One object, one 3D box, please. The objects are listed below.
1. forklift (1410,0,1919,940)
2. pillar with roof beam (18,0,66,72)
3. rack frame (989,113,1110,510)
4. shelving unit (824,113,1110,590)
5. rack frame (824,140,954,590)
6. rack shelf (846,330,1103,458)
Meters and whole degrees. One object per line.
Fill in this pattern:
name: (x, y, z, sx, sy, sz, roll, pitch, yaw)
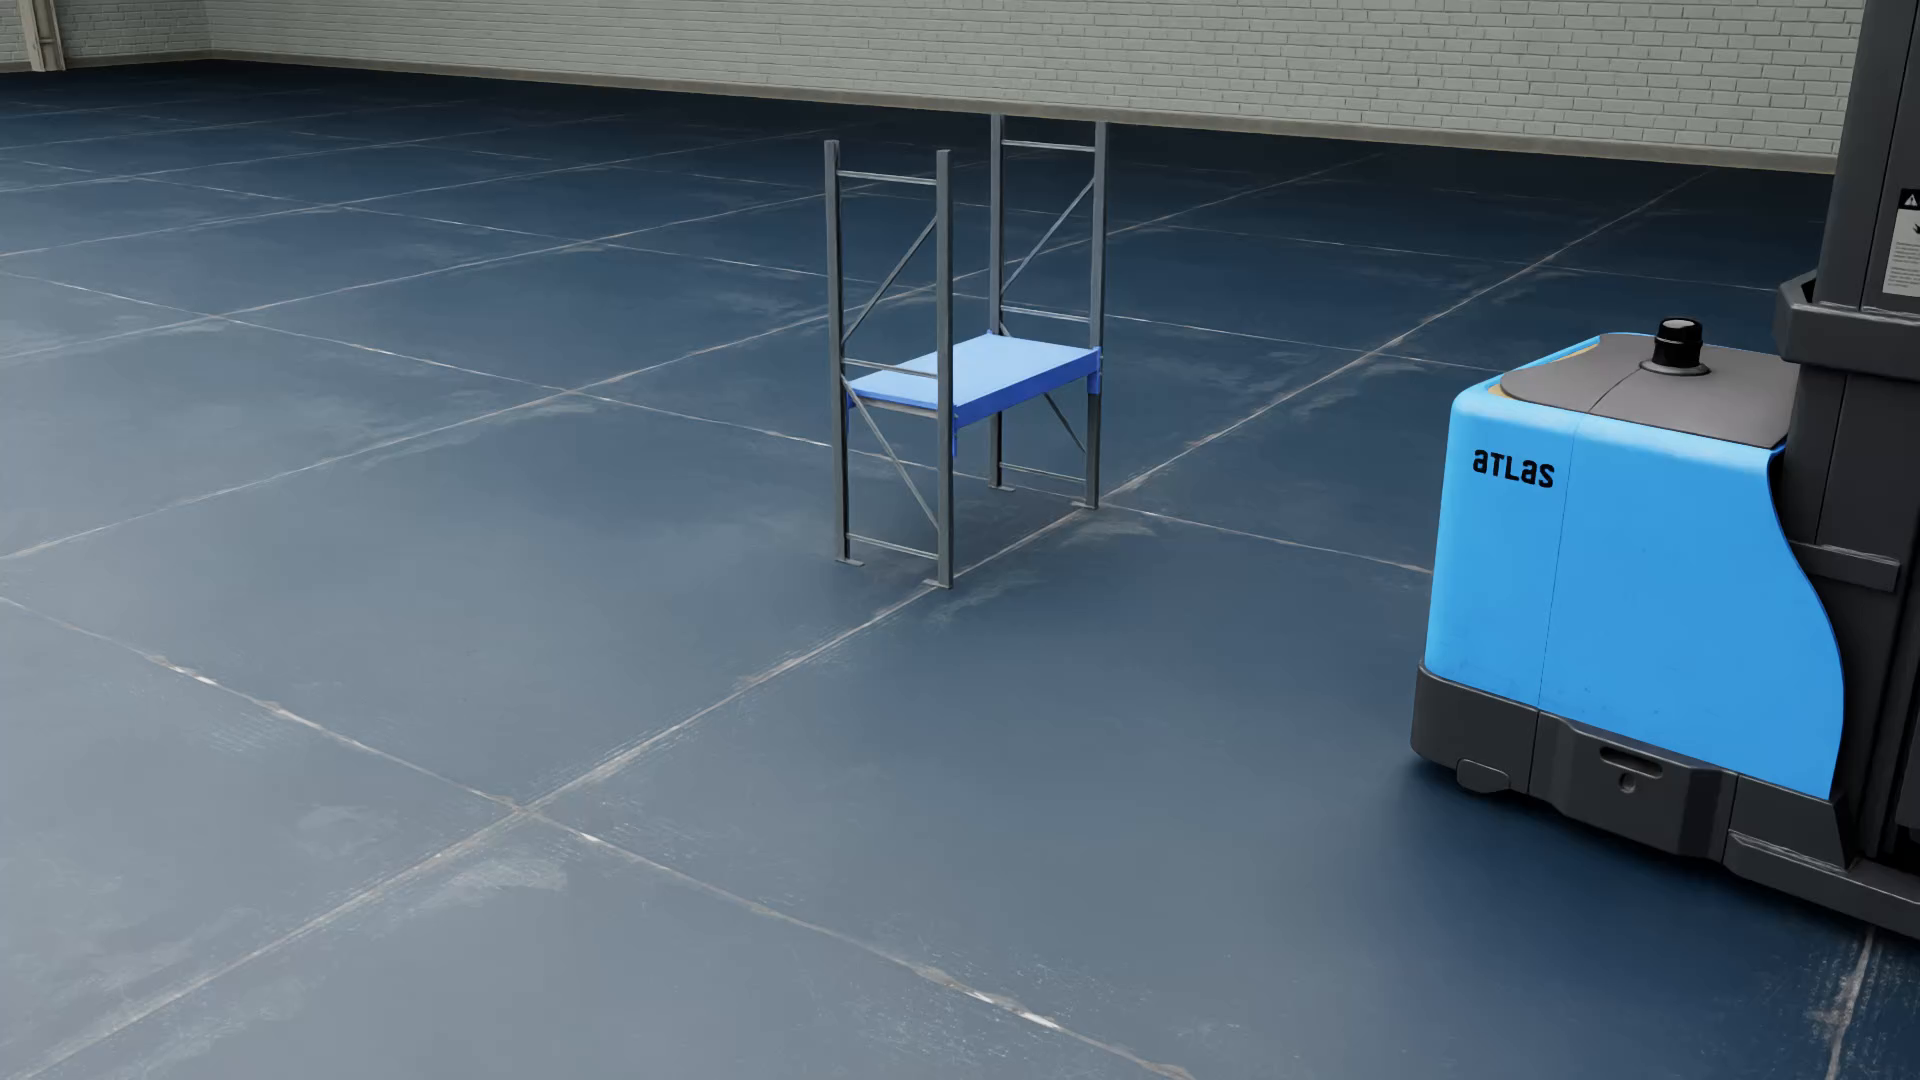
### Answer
forklift: (2.648, -0.513, 3.427, 3.031, 2.935, 1.130, 18, 27, 40)
pillar with roof beam: (-10.950, -10.859, 22.651, 9.100, 9.000, 0.400, 13, 24, 32)
rack frame: (0.334, -0.874, 6.465, 0.500, 1.500, 0.032, 13, 24, 32)
shelving unit: (0.048, -0.728, 6.071, 0.538, 1.500, 1.048, 13, 24, 32)
rack frame: (-0.238, -0.582, 5.677, 0.500, 1.500, 0.032, 13, 24, 32)
rack shelf: (0.048, -0.559, 6.133, 0.538, 0.185, 1.000, 13, 24, 32)
